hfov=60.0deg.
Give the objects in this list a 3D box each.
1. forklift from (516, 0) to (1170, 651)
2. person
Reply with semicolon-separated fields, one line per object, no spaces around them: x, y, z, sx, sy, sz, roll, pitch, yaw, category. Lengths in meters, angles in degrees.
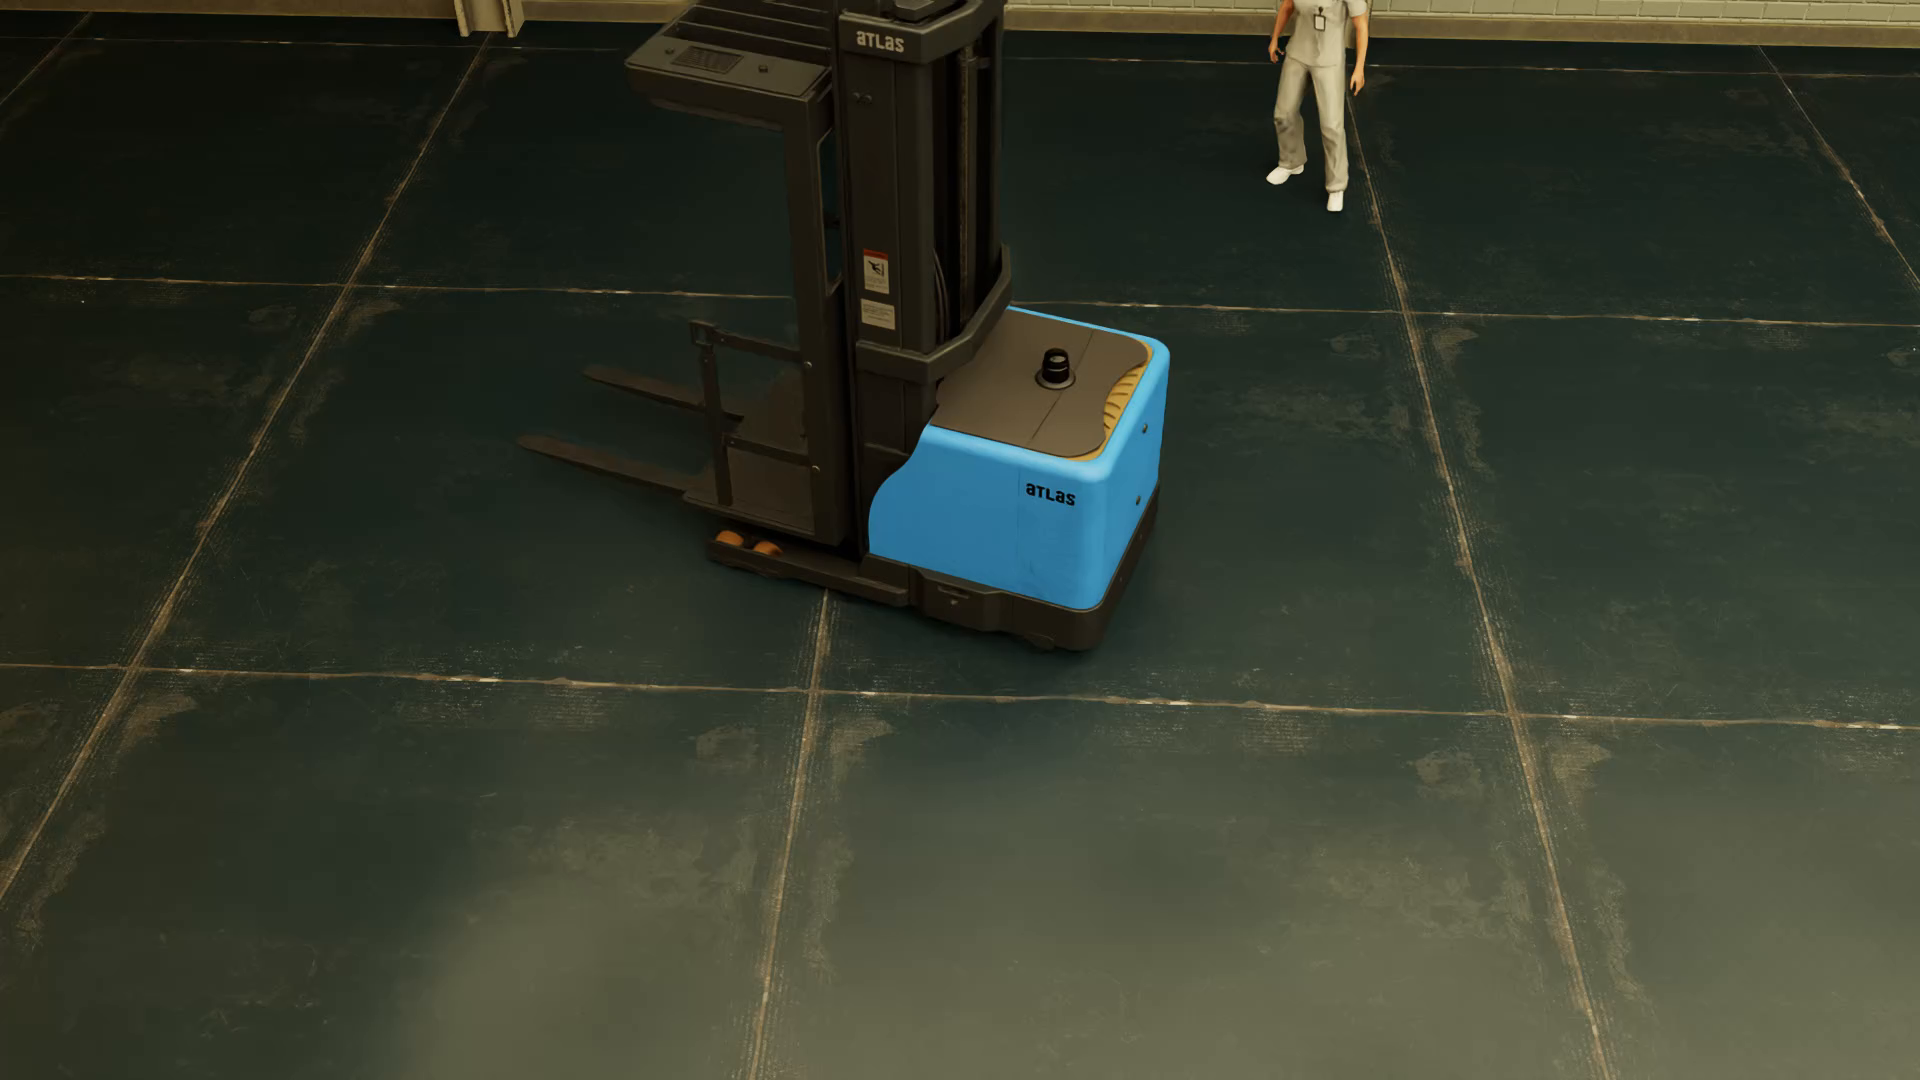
-0.636;-1.227;7.086;3.031;2.935;1.130;15;44;16;forklift
2.108;-2.813;9.782;0.726;1.642;0.369;28;49;27;person
